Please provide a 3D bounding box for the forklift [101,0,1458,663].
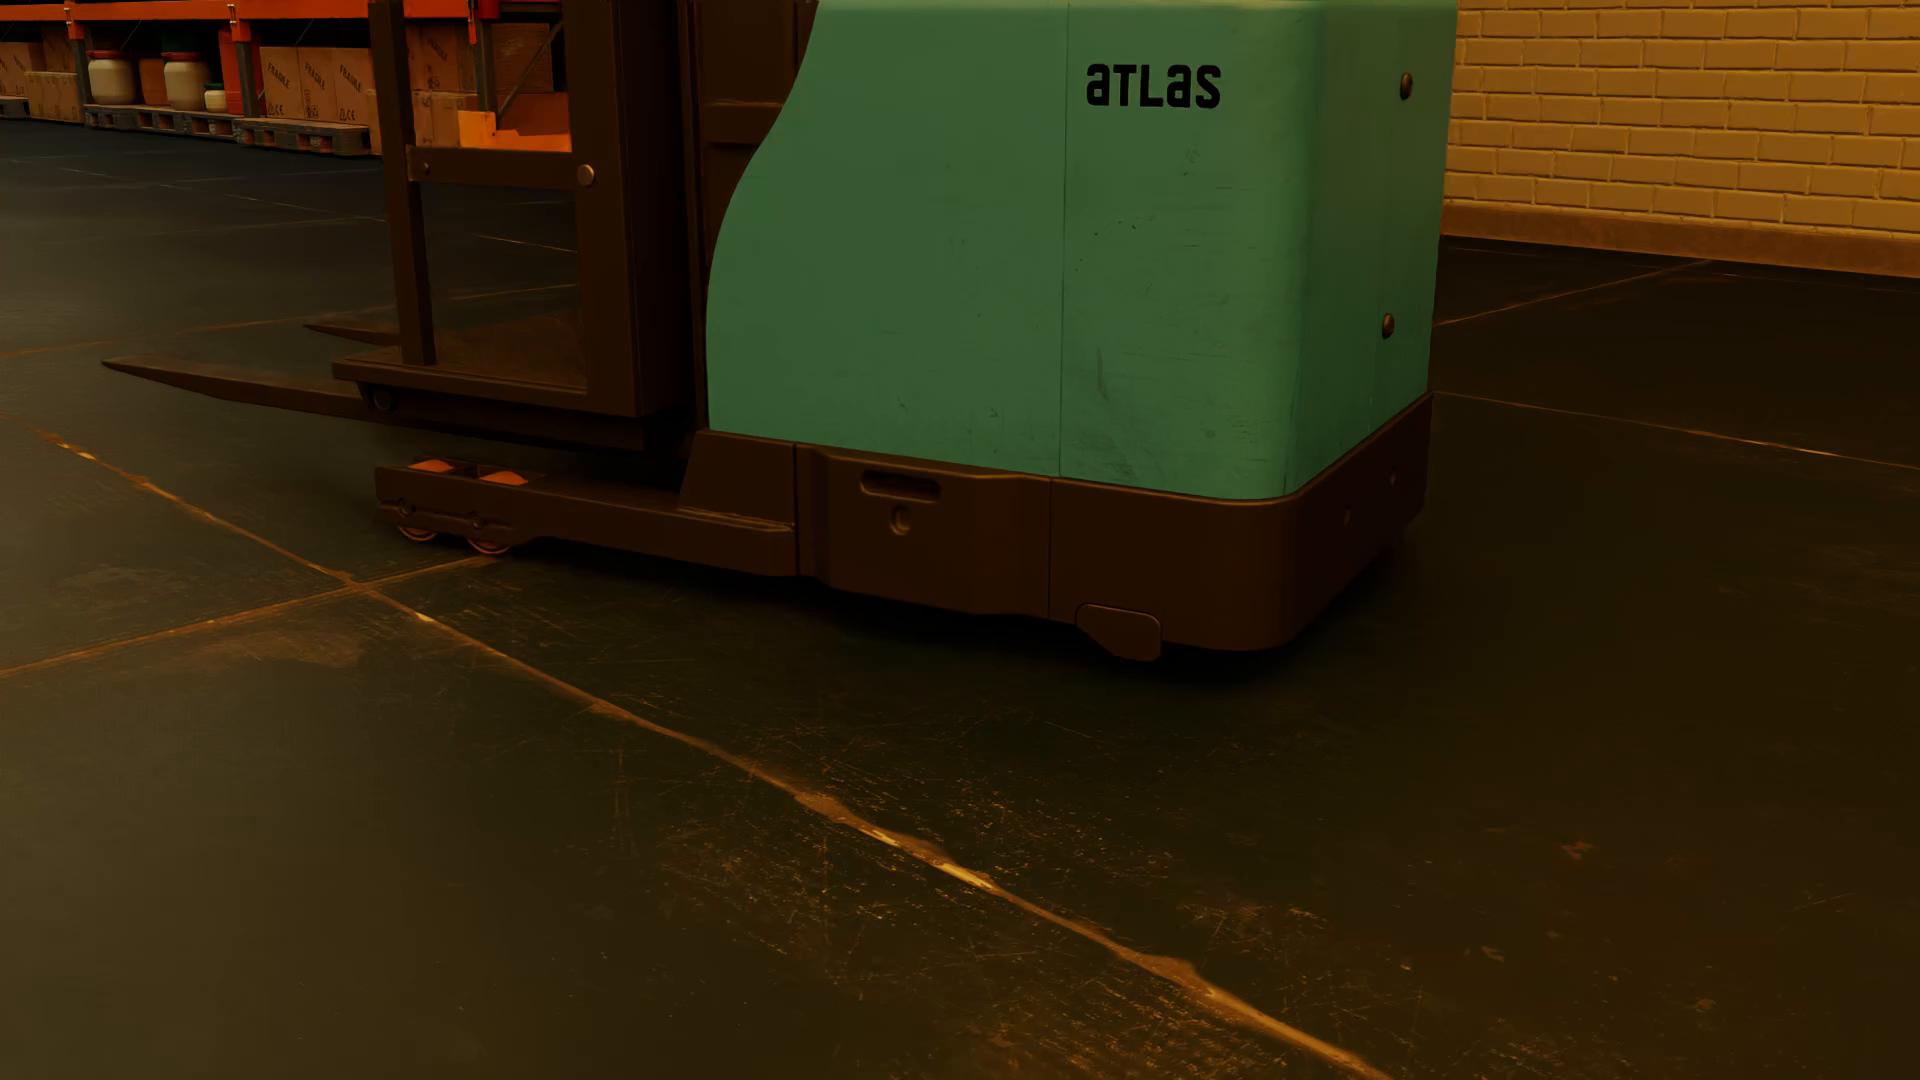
[{"bbox_3d":[-0.603,-1.495,3.270,3.031,2.935,1.130,9,19,27],"label":"forklift"}]
